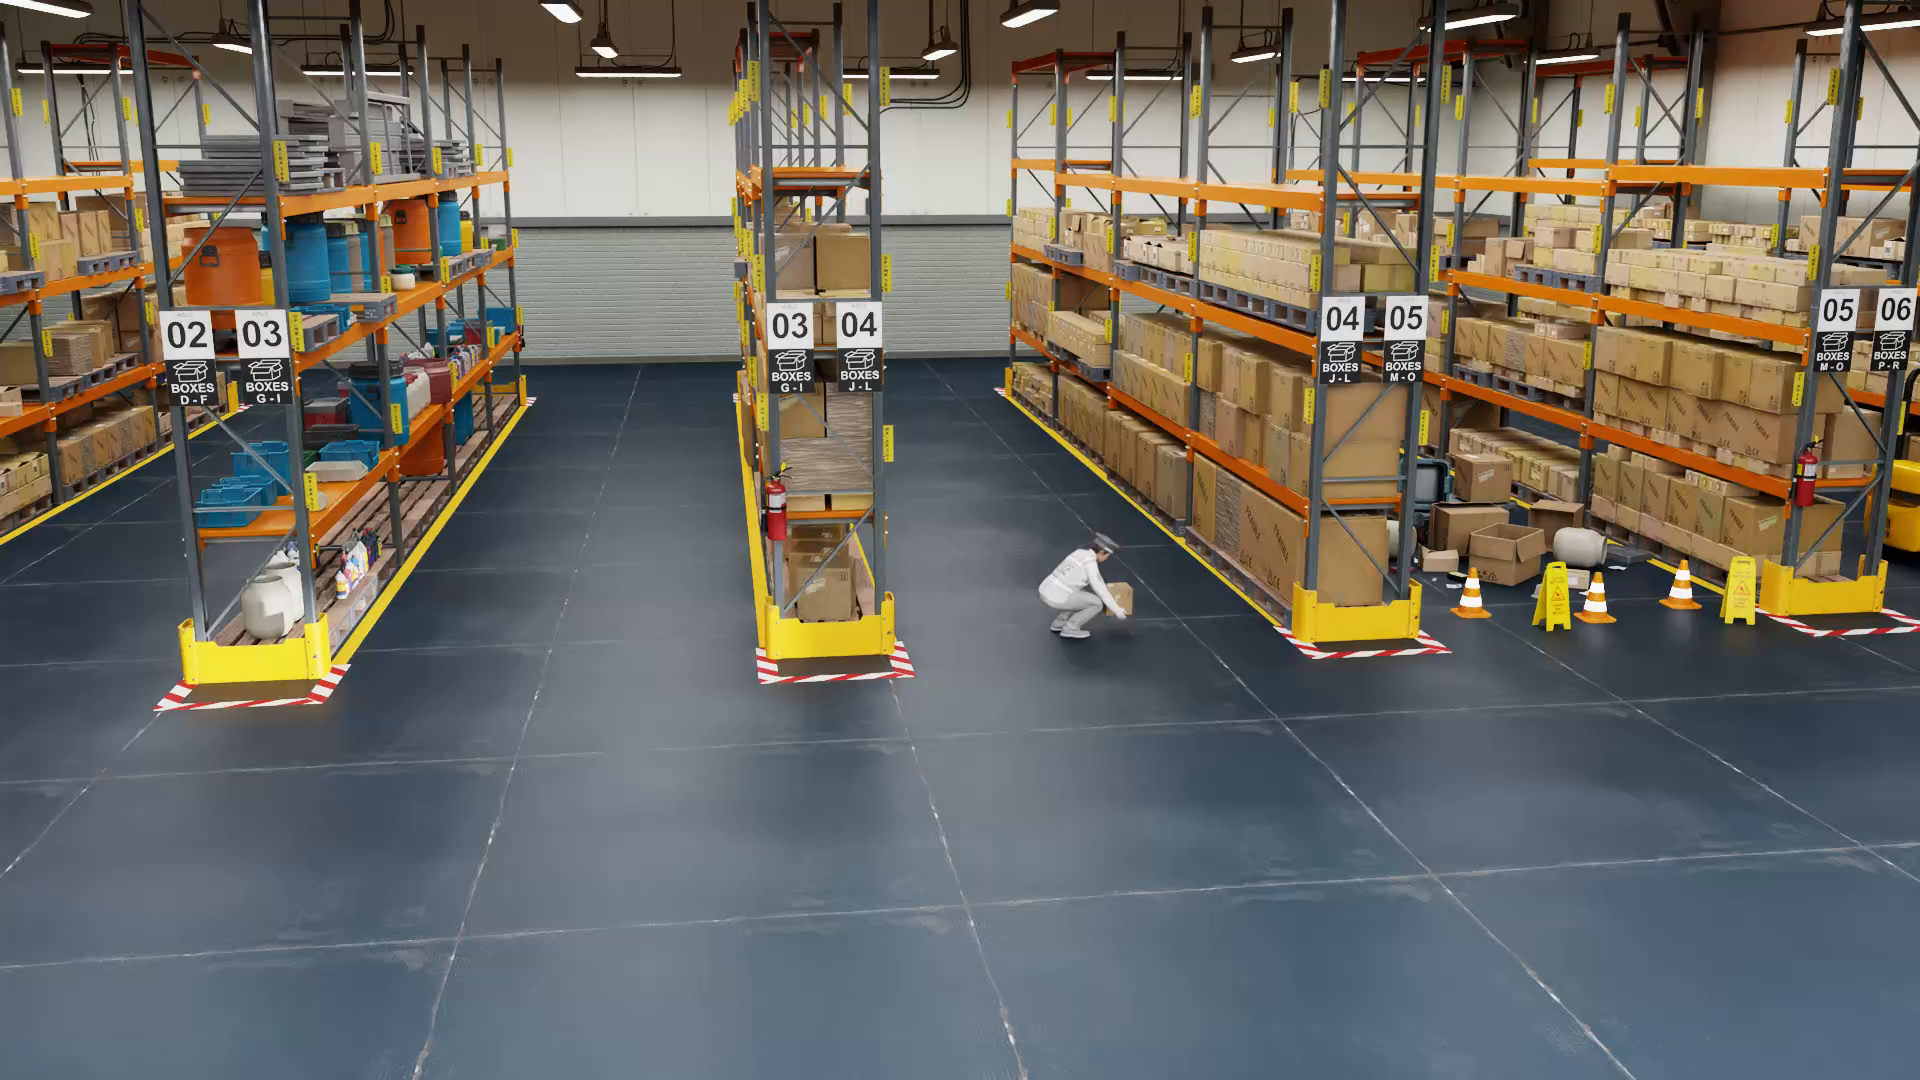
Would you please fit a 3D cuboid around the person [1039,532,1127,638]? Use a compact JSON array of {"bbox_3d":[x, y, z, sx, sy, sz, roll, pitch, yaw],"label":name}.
[{"bbox_3d":[1.158,0.428,15.728,0.822,0.964,0.499,-2,13,-8],"label":"person"}]
